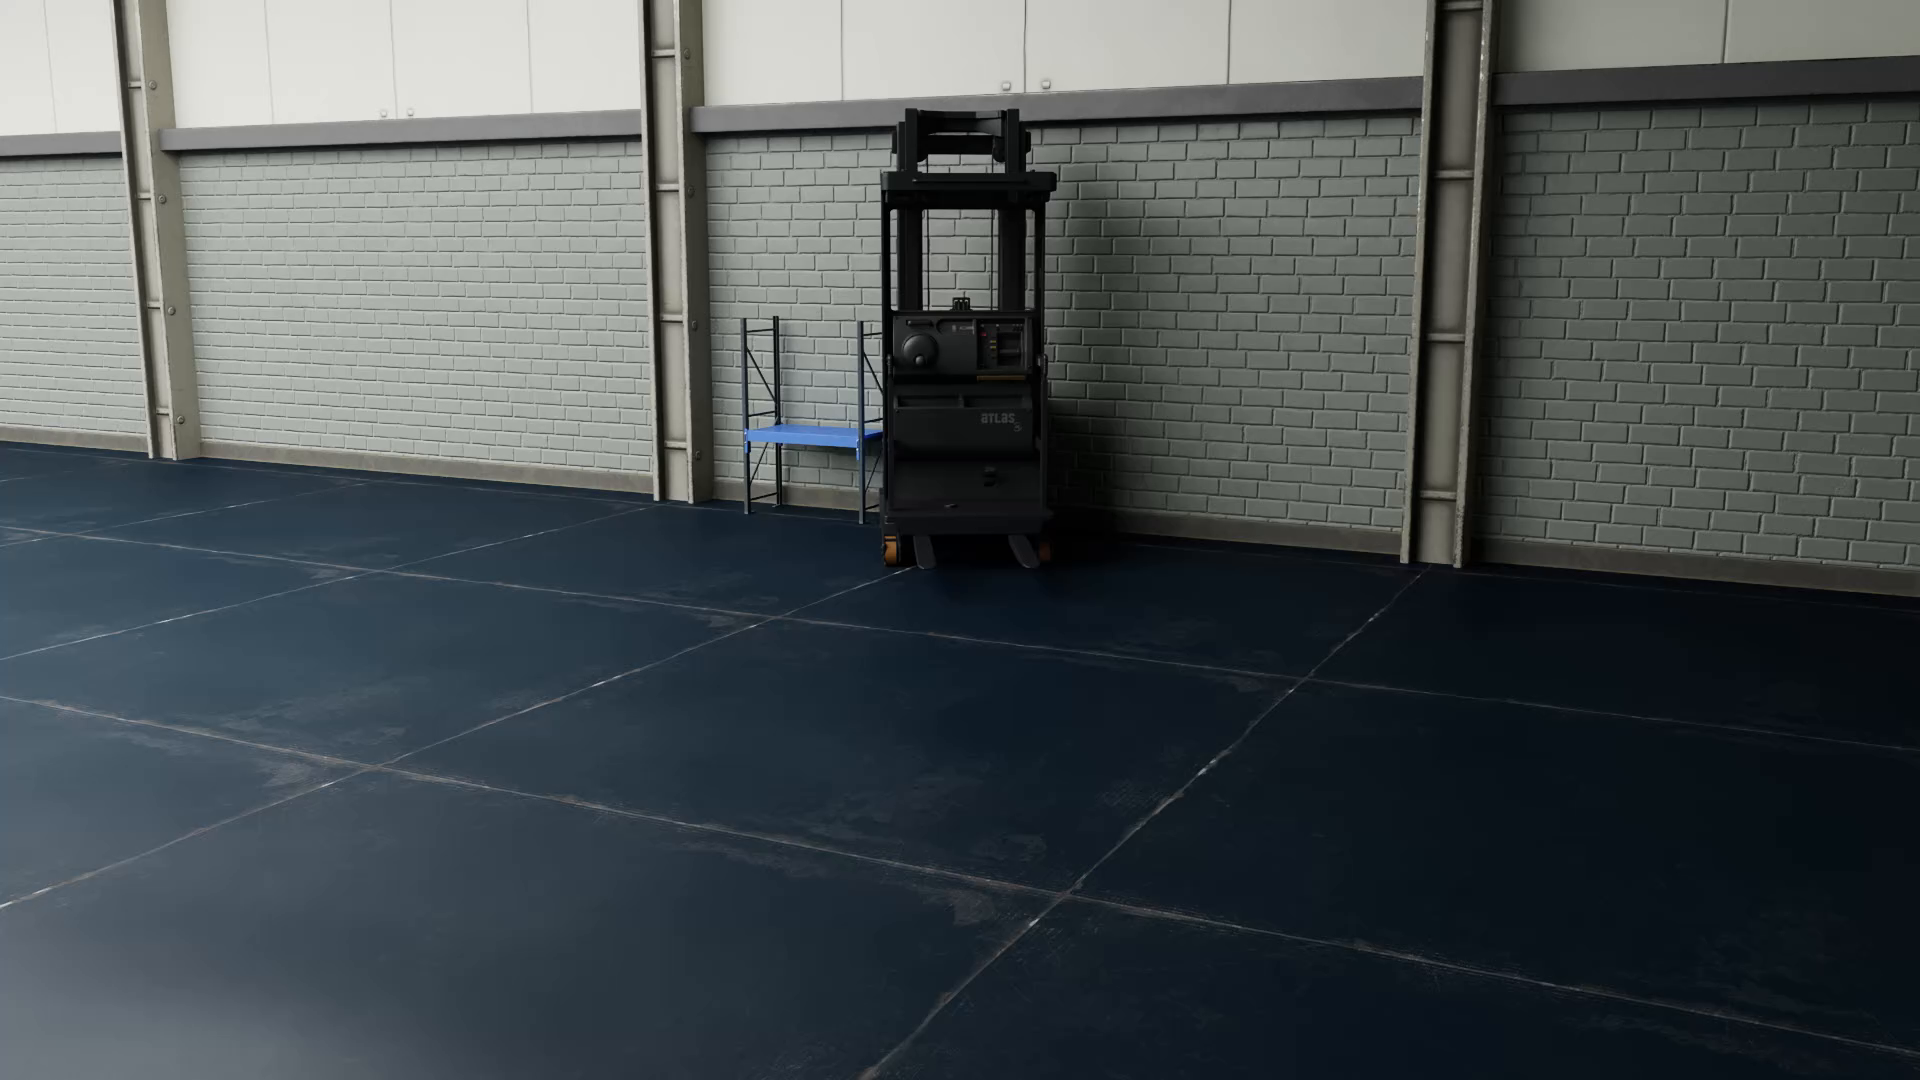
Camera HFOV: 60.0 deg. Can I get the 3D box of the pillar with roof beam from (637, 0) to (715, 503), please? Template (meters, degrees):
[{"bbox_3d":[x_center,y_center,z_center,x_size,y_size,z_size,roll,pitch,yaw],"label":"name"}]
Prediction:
[{"bbox_3d":[-4.153,-4.074,8.971,0.400,9.000,9.100,5,11,26],"label":"pillar with roof beam"}]

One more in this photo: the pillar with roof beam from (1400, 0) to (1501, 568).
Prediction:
[{"bbox_3d":[1.228,-3.601,6.359,0.400,9.000,9.100,5,11,26],"label":"pillar with roof beam"}]

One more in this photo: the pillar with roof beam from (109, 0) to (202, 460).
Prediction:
[{"bbox_3d":[-9.534,-4.547,11.583,0.400,9.000,9.100,5,11,26],"label":"pillar with roof beam"}]

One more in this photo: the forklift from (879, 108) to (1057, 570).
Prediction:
[{"bbox_3d":[0.034,-1.332,10.857,1.130,2.935,3.031,-1,10,-3],"label":"forklift"}]

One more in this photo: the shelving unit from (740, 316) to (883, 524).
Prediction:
[{"bbox_3d":[-1.083,-0.937,12.694,1.048,1.500,0.538,5,11,26],"label":"shelving unit"}]

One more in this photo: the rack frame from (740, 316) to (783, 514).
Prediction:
[{"bbox_3d":[-1.539,-0.977,12.915,0.032,1.500,0.500,5,11,26],"label":"rack frame"}]

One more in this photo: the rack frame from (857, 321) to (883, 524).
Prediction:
[{"bbox_3d":[-0.627,-0.897,12.473,0.032,1.500,0.500,5,11,26],"label":"rack frame"}]

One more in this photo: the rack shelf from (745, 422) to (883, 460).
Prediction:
[{"bbox_3d":[-1.083,-0.760,12.726,1.000,0.185,0.538,5,11,26],"label":"rack shelf"}]
